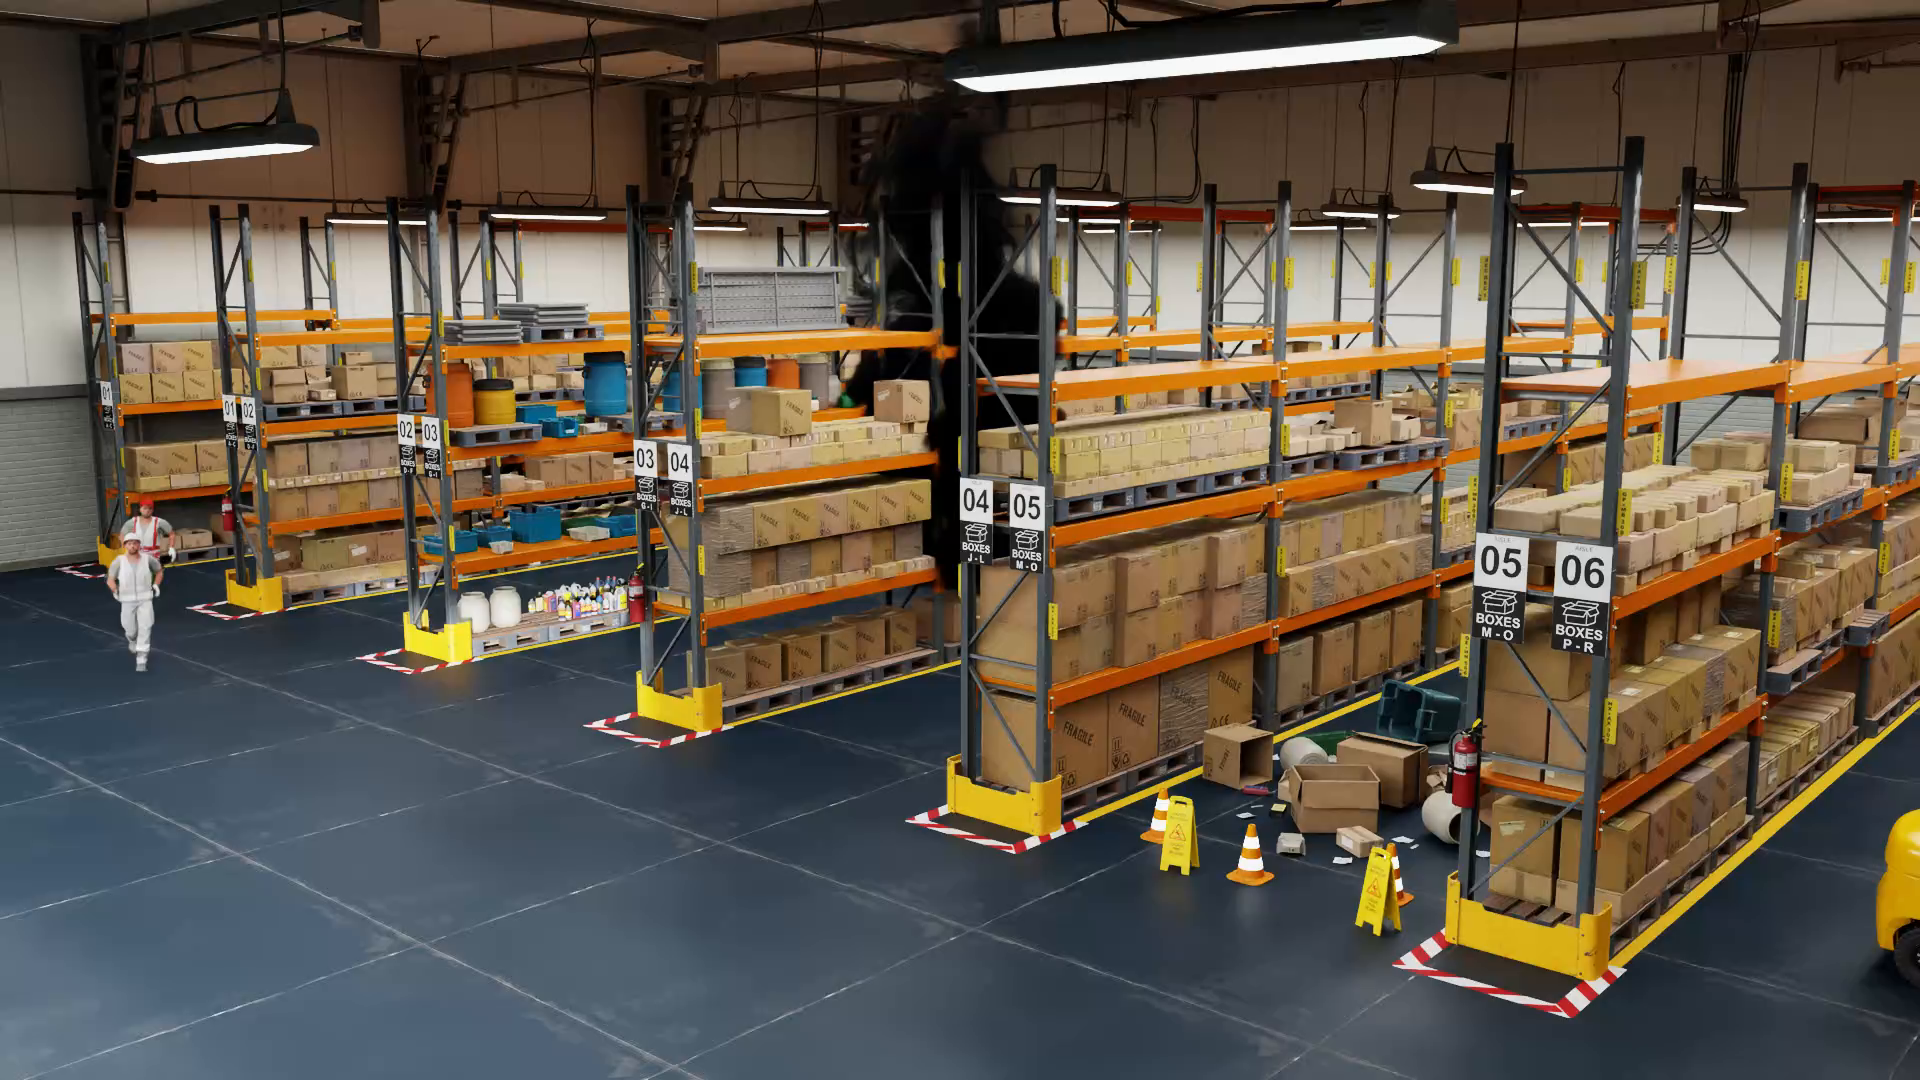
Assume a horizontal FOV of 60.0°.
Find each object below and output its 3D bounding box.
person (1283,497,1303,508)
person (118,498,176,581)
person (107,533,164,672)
[{"bbox_3d":[5.094,0.040,25.817,0.717,1.741,0.571,9,13,44],"label":"person"},{"bbox_3d":[-11.776,0.285,24.070,0.731,1.785,0.853,-2,10,-11],"label":"person"},{"bbox_3d":[-10.544,0.775,21.325,0.653,1.758,0.818,-5,11,-28],"label":"person"}]
